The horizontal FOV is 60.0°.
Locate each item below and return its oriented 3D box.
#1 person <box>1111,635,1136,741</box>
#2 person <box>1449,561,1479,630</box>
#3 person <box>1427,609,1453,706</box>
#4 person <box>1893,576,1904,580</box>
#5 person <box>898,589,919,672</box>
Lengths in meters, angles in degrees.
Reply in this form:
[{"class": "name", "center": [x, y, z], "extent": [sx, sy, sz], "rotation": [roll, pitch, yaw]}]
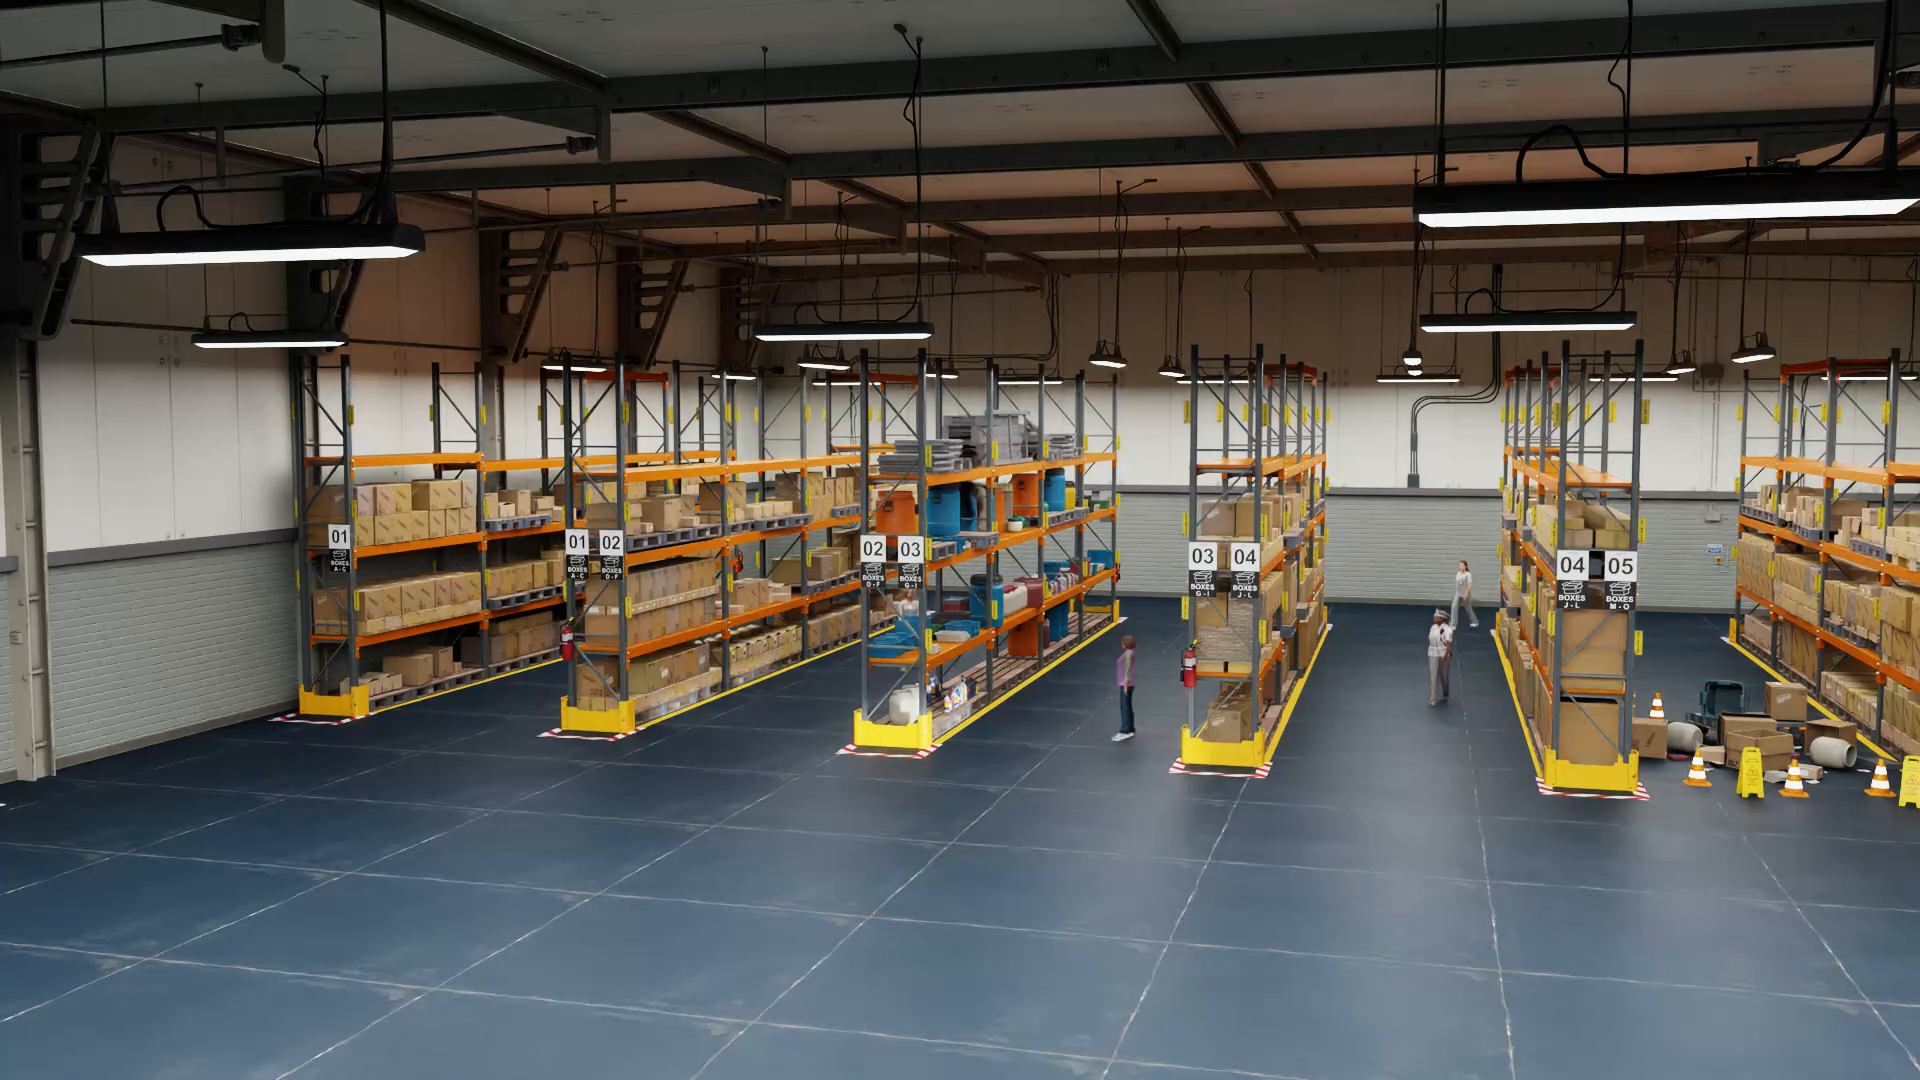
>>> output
[{"class": "person", "center": [2.543, 2.284, 25.766], "extent": [0.374, 1.595, 0.511], "rotation": [1, 4, 7]}, {"class": "person", "center": [11.722, 1.286, 38.801], "extent": [1.042, 1.620, 0.512], "rotation": [-4, 6, -41]}, {"class": "person", "center": [8.315, 2.013, 28.825], "extent": [0.411, 1.644, 0.955], "rotation": [1, 4, 17]}, {"class": "person", "center": [21.128, 1.335, 37.324], "extent": [0.928, 1.722, 0.611], "rotation": [1, 4, 8]}, {"class": "person", "center": [-0.990, 1.760, 32.745], "extent": [0.496, 1.602, 0.696], "rotation": [1, 4, 8]}]
